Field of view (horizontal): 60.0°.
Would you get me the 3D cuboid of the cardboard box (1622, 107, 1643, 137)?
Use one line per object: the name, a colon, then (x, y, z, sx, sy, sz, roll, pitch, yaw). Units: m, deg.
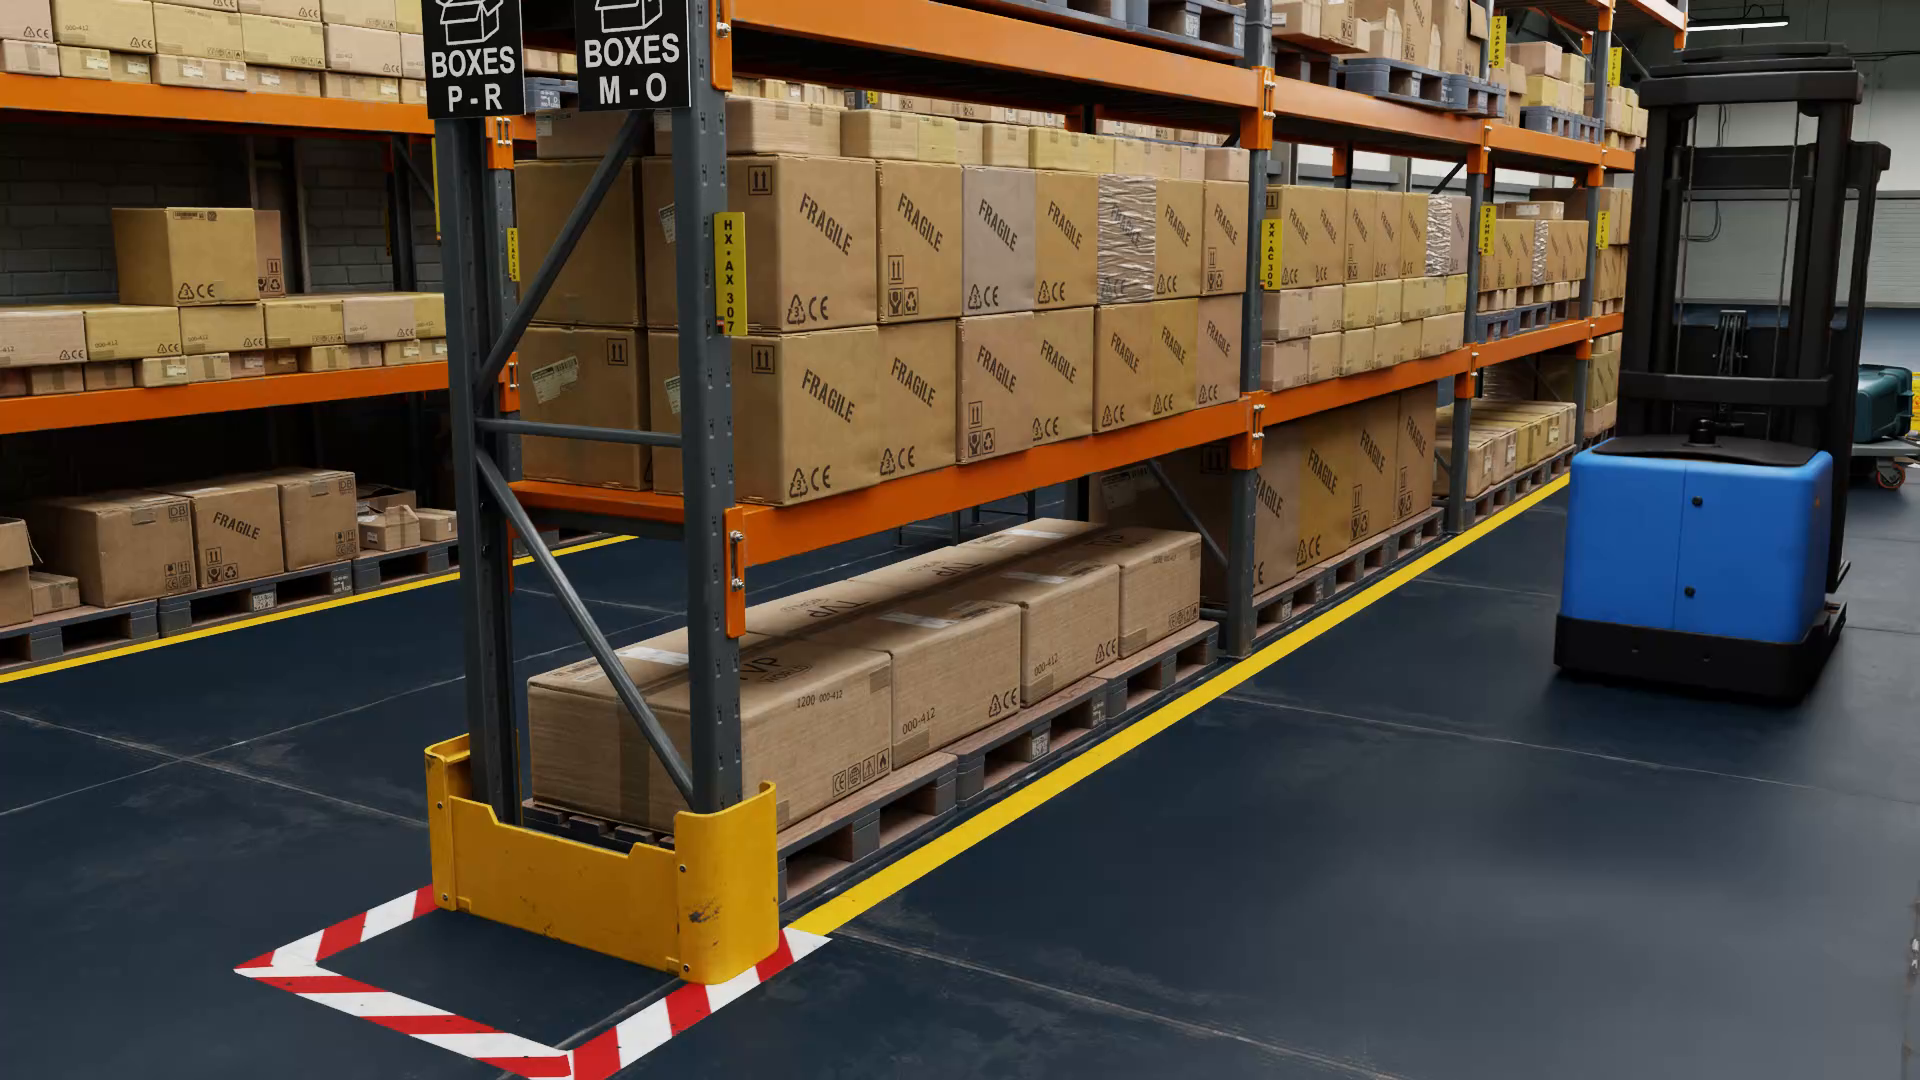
cardboard box: (6.137, -3.940, 15.712, 0.500, 0.250, 0.500, 7, 12, 31)

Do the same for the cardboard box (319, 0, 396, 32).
cardboard box: (-3.567, -3.016, 9.416, 0.500, 0.250, 0.500, 6, 12, 30)

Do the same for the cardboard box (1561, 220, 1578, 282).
cardboard box: (4.843, -2.420, 13.922, 0.500, 0.500, 0.500, 6, 12, 31)

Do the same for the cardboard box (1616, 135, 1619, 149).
cardboard box: (5.897, -3.688, 15.450, 0.380, 0.149, 0.250, 7, 13, 32)

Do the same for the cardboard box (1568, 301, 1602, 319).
cardboard box: (5.581, -2.086, 15.044, 0.380, 0.149, 0.250, 6, 12, 30)

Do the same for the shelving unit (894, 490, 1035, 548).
shelving unit: (0.044, -0.751, 11.302, 0.538, 1.500, 1.048, 6, 12, 31)

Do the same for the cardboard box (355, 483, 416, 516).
cardboard box: (-3.799, -0.210, 10.504, 0.500, 0.311, 0.500, 7, 13, 33)

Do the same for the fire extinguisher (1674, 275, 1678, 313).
fire extinguisher: (7.673, -2.756, 18.148, 0.296, 0.674, 0.183, 6, 12, 31)

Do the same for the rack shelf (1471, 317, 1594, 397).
rack shelf: (4.105, -1.523, 13.306, 1.077, 0.370, 4.000, 6, 12, 31)

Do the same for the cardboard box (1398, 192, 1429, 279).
cardboard box: (2.499, -1.837, 10.041, 0.500, 0.500, 0.500, 6, 12, 31)

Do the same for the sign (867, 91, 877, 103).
sign: (-0.715, -3.712, 13.487, 0.100, 0.325, 0.005, 6, 12, 31)

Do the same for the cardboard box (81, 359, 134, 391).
cardboard box: (-4.410, -0.845, 8.411, 0.380, 0.149, 0.250, 7, 12, 32)

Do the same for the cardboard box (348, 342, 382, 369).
cardboard box: (-3.594, -1.084, 9.688, 0.380, 0.149, 0.250, 7, 13, 32)

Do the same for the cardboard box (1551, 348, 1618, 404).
cardboard box: (5.948, -1.567, 15.879, 0.500, 0.500, 0.500, 7, 13, 33)

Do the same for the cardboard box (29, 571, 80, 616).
cardboard box: (-4.679, 0.267, 8.395, 0.380, 0.149, 0.250, 6, 12, 28)

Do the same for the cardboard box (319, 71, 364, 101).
cardboard box: (-3.597, -2.555, 9.394, 0.380, 0.149, 0.250, 6, 12, 30)

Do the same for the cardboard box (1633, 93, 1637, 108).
cardboard box: (6.215, -4.162, 15.814, 0.380, 0.149, 0.250, 6, 12, 30)

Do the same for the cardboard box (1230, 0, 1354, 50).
cardboard box: (1.695, -2.774, 8.468, 0.500, 0.500, 0.500, 6, 12, 30)

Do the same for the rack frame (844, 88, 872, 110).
rack frame: (-1.178, -4.984, 13.537, 1.000, 3.000, 0.127, 6, 12, 31)

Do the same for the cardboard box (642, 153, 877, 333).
cardboard box: (-0.594, -0.893, 4.996, 0.500, 0.500, 0.500, 6, 12, 29)

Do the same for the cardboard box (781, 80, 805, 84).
cardboard box: (-1.425, -3.618, 12.907, 0.380, 0.149, 0.250, 6, 12, 29)

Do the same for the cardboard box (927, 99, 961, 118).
cardboard box: (-0.417, -3.994, 14.715, 0.700, 0.500, 0.500, 6, 12, 30)

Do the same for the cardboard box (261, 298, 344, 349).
cardboard box: (-3.828, -1.218, 9.323, 0.500, 0.250, 0.500, 6, 12, 30)

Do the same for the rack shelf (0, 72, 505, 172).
rack shelf: (-4.293, -2.213, 8.839, 1.077, 0.370, 4.000, 6, 12, 31)

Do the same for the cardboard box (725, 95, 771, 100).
cardboard box: (-1.757, -3.174, 12.429, 0.500, 0.250, 0.500, 6, 12, 31)

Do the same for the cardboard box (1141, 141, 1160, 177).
cardboard box: (0.618, -1.602, 7.025, 0.380, 0.149, 0.250, 6, 12, 30)

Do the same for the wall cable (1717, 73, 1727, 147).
wall cable: (22.391, -11.972, 45.576, 3.097, 2.526, 0.112, 6, 12, 31)

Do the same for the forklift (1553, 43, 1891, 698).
forklift: (4.025, -0.961, 8.537, 1.130, 2.935, 3.031, 7, 13, 32)

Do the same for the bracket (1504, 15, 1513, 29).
bracket: (11.277, -10.720, 34.393, 0.235, 0.232, 0.430, 6, 12, 31)

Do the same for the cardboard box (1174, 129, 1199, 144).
cardboard box: (2.337, -4.828, 19.171, 0.700, 0.500, 0.500, 6, 12, 31)

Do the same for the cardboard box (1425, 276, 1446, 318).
cardboard box: (2.769, -1.552, 10.558, 0.500, 0.250, 0.500, 6, 12, 29)

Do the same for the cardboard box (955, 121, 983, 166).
cardboard box: (-0.145, -1.360, 5.729, 0.380, 0.149, 0.250, 7, 12, 31)

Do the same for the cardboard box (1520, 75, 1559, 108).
cardboard box: (4.431, -3.533, 13.204, 0.500, 0.250, 0.500, 7, 12, 31)

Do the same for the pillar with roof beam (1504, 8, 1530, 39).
pillar with roof beam: (14.868, -8.639, 33.057, 9.100, 9.000, 0.548, 6, 12, 31)

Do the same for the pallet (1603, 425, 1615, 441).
pallet: (6.094, -1.122, 16.788, 1.003, 0.211, 1.213, 6, 12, 31)

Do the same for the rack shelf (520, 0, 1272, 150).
rack shelf: (-0.049, -1.739, 6.309, 1.077, 0.370, 4.000, 6, 12, 31)

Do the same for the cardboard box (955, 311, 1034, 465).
cardboard box: (-0.074, -0.561, 5.944, 0.500, 0.500, 0.500, 6, 12, 30)

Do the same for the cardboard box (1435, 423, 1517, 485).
cardboard box: (3.745, -0.681, 12.856, 0.950, 0.372, 0.625, 6, 12, 30)

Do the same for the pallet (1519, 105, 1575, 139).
pallet: (4.196, -3.323, 13.324, 1.213, 0.211, 1.003, 6, 12, 31)

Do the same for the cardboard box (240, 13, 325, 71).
cardboard box: (-3.828, -2.691, 9.040, 0.500, 0.250, 0.500, 7, 13, 32)

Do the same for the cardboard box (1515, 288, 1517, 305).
cardboard box: (4.083, -1.893, 12.869, 0.380, 0.149, 0.250, 7, 13, 33)

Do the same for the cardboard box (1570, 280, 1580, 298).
cardboard box: (5.112, -2.167, 14.331, 0.380, 0.149, 0.250, 7, 12, 32)

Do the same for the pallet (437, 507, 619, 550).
pallet: (-2.864, -0.167, 11.688, 1.003, 0.211, 1.213, 6, 12, 31)

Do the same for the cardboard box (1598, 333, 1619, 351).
cardboard box: (6.062, -1.895, 15.870, 0.380, 0.149, 0.250, 7, 13, 33)

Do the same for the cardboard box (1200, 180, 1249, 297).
cardboard box: (0.981, -1.373, 7.561, 0.500, 0.500, 0.500, 6, 12, 30)

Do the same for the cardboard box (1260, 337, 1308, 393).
cardboard box: (1.444, -0.903, 8.448, 0.500, 0.250, 0.500, 6, 12, 29)

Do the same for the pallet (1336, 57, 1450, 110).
pallet: (2.199, -2.661, 9.792, 1.003, 0.211, 1.213, 7, 13, 33)

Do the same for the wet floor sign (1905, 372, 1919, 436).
wet floor sign: (9.826, -1.399, 17.090, 0.267, 0.644, 0.232, 4, 11, 21)

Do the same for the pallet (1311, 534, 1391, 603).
pallet: (1.959, 0.117, 10.171, 1.003, 0.211, 1.213, 6, 12, 31)

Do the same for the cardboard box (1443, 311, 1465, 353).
cardboard box: (3.026, -1.384, 11.016, 0.500, 0.250, 0.500, 6, 12, 29)

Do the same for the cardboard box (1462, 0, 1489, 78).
cardboard box: (3.000, -3.220, 10.842, 0.797, 0.503, 0.637, 6, 12, 27)

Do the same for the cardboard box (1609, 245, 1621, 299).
cardboard box: (5.851, -2.510, 15.544, 0.500, 0.500, 0.500, 6, 12, 30)

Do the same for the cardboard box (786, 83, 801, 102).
cardboard box: (-1.466, -3.476, 12.954, 0.380, 0.149, 0.250, 7, 13, 32)

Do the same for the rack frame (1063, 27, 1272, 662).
rack frame: (0.990, -0.933, 8.199, 1.000, 3.000, 0.127, 6, 12, 31)

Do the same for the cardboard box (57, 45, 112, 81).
cardboard box: (-4.358, -2.310, 8.086, 0.380, 0.149, 0.250, 6, 12, 31)

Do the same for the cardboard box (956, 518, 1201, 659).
cardboard box: (0.572, 0.209, 7.924, 0.875, 0.438, 0.875, 6, 12, 30)
